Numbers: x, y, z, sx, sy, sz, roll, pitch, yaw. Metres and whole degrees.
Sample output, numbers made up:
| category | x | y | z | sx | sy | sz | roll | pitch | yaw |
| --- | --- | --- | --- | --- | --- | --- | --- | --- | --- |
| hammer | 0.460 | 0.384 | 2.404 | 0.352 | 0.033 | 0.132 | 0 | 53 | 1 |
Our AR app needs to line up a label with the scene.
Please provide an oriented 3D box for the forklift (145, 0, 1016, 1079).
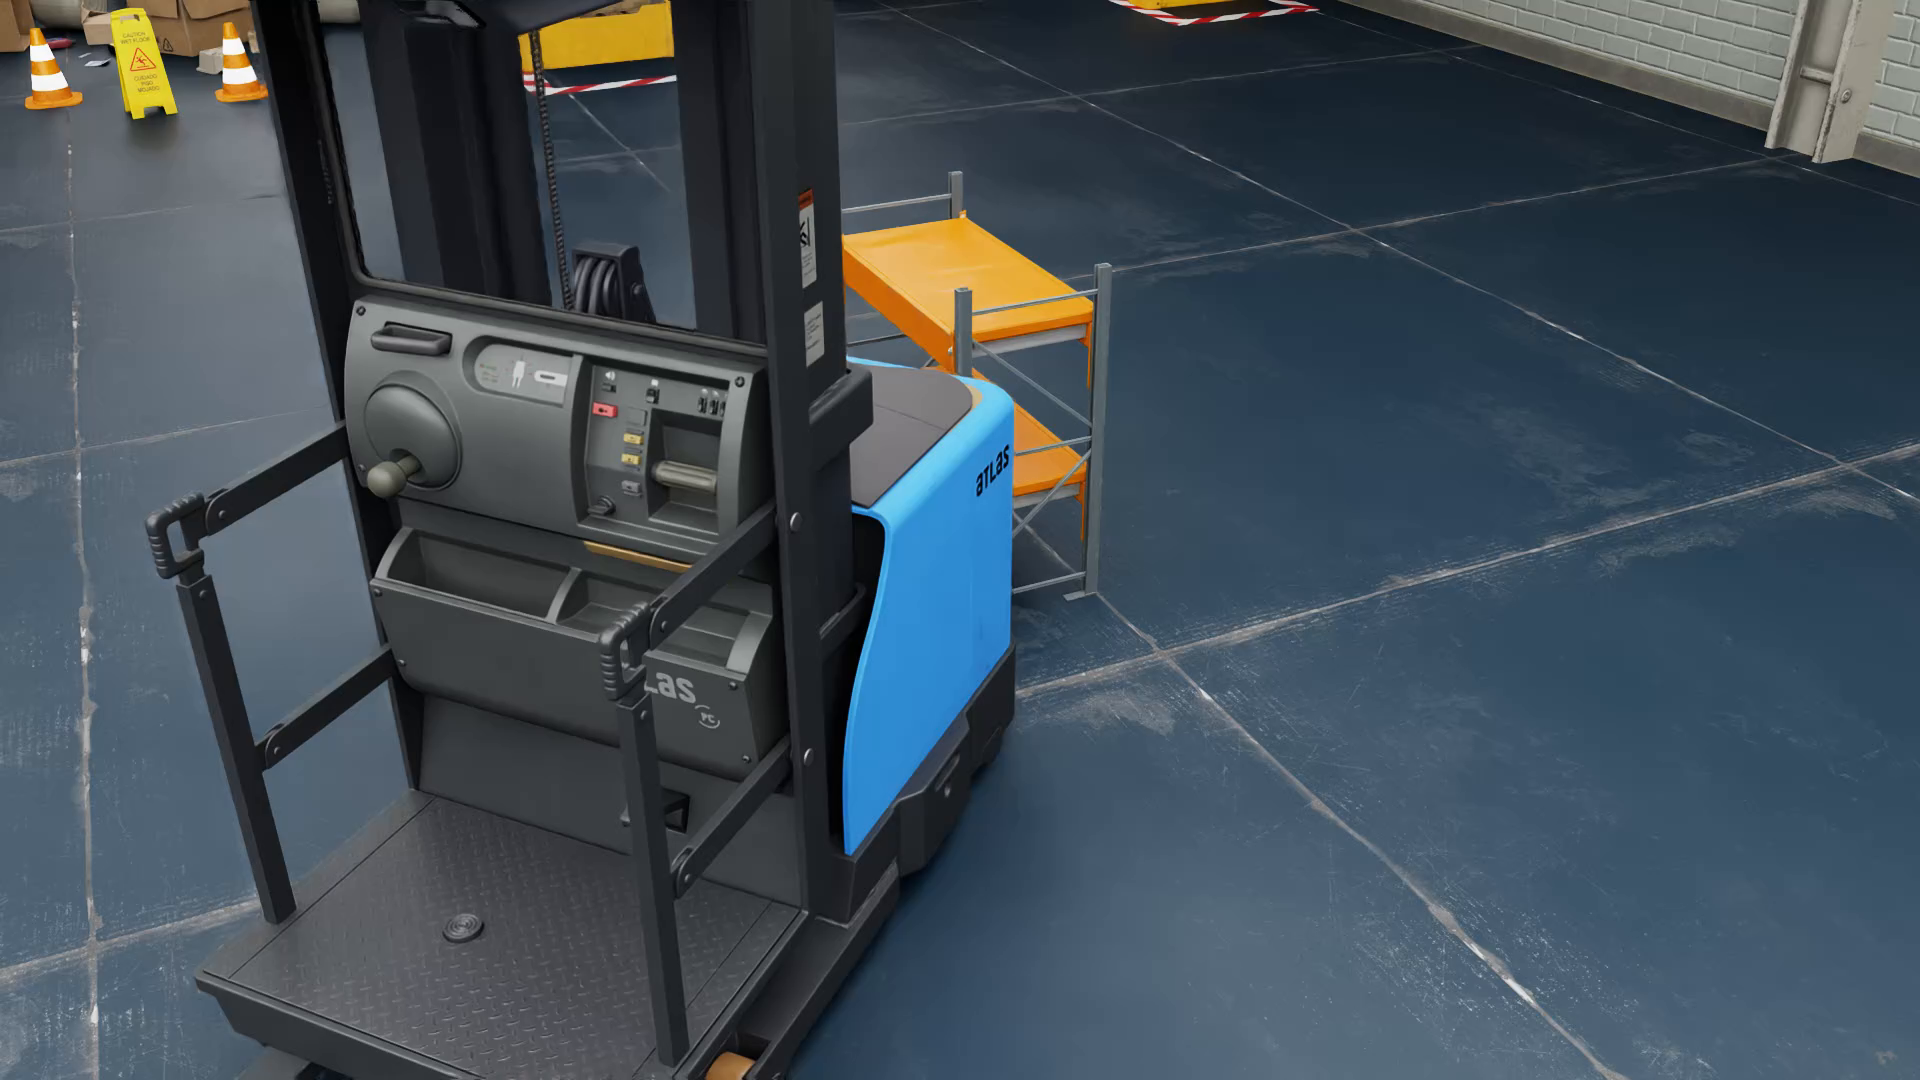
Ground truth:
| category | x | y | z | sx | sy | sz | roll | pitch | yaw |
| --- | --- | --- | --- | --- | --- | --- | --- | --- | --- |
| forklift | -0.901 | -0.179 | 3.072 | 1.130 | 2.935 | 3.031 | 12 | 31 | 21 |

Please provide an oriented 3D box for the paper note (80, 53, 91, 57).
| category | x | y | z | sx | sy | sz | roll | pitch | yaw |
| --- | --- | --- | --- | --- | --- | --- | --- | --- | --- |
| paper note | -6.292 | -3.486 | 11.957 | 0.032 | 0.001 | 0.123 | 2 | 29 | 4 |

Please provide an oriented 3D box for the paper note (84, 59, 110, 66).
| category | x | y | z | sx | sy | sz | roll | pitch | yaw |
| --- | --- | --- | --- | --- | --- | --- | --- | --- | --- |
| paper note | -6.086 | -3.372 | 11.734 | 0.144 | 0.017 | 0.142 | -3 | 29 | -5 |

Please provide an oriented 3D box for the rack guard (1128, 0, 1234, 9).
| category | x | y | z | sx | sy | sz | roll | pitch | yaw |
| --- | --- | --- | --- | --- | --- | --- | --- | --- | --- |
| rack guard | 1.954 | -4.664 | 13.556 | 1.175 | 0.500 | 0.348 | -13 | 32 | -22 |

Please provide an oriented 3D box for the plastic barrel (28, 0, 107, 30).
| category | x | y | z | sx | sy | sz | roll | pitch | yaw |
| --- | --- | --- | --- | --- | --- | --- | --- | --- | --- |
| plastic barrel | -6.809 | -4.101 | 12.631 | 0.512 | 0.421 | 0.421 | 7 | 30 | 13 |

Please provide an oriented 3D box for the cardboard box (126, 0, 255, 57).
| category | x | y | z | sx | sy | sz | roll | pitch | yaw |
| --- | --- | --- | --- | --- | --- | --- | --- | --- | --- |
| cardboard box | -5.578 | -3.876 | 12.148 | 0.637 | 0.503 | 0.797 | 13 | 32 | 21 |

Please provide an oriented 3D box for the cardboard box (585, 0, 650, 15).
| category | x | y | z | sx | sy | sz | roll | pitch | yaw |
| --- | --- | --- | --- | --- | --- | --- | --- | --- | --- |
| cardboard box | -2.634 | -4.119 | 12.411 | 0.500 | 0.250 | 0.500 | -13 | 32 | -22 |

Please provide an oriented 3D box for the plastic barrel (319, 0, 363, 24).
| category | x | y | z | sx | sy | sz | roll | pitch | yaw |
| --- | --- | --- | --- | --- | --- | --- | --- | --- | --- |
| plastic barrel | -4.791 | -4.192 | 12.792 | 0.512 | 0.421 | 0.421 | 7 | 30 | 13 |

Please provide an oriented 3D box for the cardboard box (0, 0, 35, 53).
| category | x | y | z | sx | sy | sz | roll | pitch | yaw |
| --- | --- | --- | --- | --- | --- | --- | --- | --- | --- |
| cardboard box | -7.089 | -3.844 | 12.092 | 0.500 | 0.500 | 0.500 | -8 | 30 | -13 |

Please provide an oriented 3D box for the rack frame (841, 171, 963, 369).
| category | x | y | z | sx | sy | sz | roll | pitch | yaw |
| --- | --- | --- | --- | --- | --- | --- | --- | --- | --- |
| rack frame | -0.221 | -0.718 | 5.881 | 0.500 | 1.125 | 0.032 | -13 | 32 | -22 |

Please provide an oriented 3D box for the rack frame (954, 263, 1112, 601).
| category | x | y | z | sx | sy | sz | roll | pitch | yaw |
| --- | --- | --- | --- | --- | --- | --- | --- | --- | --- |
| rack frame | 0.215 | -0.269 | 5.080 | 0.500 | 1.125 | 0.032 | -13 | 32 | -22 |

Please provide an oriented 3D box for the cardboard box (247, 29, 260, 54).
| category | x | y | z | sx | sy | sz | roll | pitch | yaw |
| --- | --- | --- | --- | --- | --- | --- | --- | --- | --- |
| cardboard box | -4.924 | -3.632 | 12.075 | 0.380 | 0.149 | 0.250 | 2 | 29 | 4 |

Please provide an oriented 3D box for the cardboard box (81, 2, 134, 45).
| category | x | y | z | sx | sy | sz | roll | pitch | yaw |
| --- | --- | --- | --- | --- | --- | --- | --- | --- | --- |
| cardboard box | -6.280 | -3.839 | 12.324 | 0.396 | 0.266 | 0.258 | -8 | 30 | -13 |

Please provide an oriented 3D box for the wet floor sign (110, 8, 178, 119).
| category | x | y | z | sx | sy | sz | roll | pitch | yaw |
| --- | --- | --- | --- | --- | --- | --- | --- | --- | --- |
| wet floor sign | -5.164 | -3.013 | 10.463 | 0.267 | 0.644 | 0.232 | -19 | 35 | -30 |

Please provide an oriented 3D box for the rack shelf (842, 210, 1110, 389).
| category | x | y | z | sx | sy | sz | roll | pitch | yaw |
| --- | --- | --- | --- | --- | --- | --- | --- | --- | --- |
| rack shelf | -0.003 | -0.749 | 5.337 | 0.538 | 0.278 | 1.000 | -13 | 32 | -22 |

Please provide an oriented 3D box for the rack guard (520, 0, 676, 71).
| category | x | y | z | sx | sy | sz | roll | pitch | yaw |
| --- | --- | --- | --- | --- | --- | --- | --- | --- | --- |
| rack guard | -2.570 | -3.664 | 11.773 | 1.175 | 0.500 | 0.348 | -13 | 32 | -22 |

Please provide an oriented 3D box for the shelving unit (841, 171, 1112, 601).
| category | x | y | z | sx | sy | sz | roll | pitch | yaw |
| --- | --- | --- | --- | --- | --- | --- | --- | --- | --- |
| shelving unit | -0.003 | -0.494 | 5.480 | 0.538 | 1.125 | 1.048 | -13 | 32 | -22 |

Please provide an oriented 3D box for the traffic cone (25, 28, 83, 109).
| category | x | y | z | sx | sy | sz | roll | pitch | yaw |
| --- | --- | --- | --- | --- | --- | --- | --- | --- | --- |
| traffic cone | -5.910 | -3.063 | 10.739 | 0.336 | 0.463 | 0.334 | -13 | 32 | -22 |

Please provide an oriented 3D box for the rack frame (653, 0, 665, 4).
| category | x | y | z | sx | sy | sz | roll | pitch | yaw |
| --- | --- | --- | --- | --- | --- | --- | --- | --- | --- |
| rack frame | -2.537 | -4.721 | 11.102 | 1.000 | 3.000 | 0.127 | -13 | 32 | -22 |

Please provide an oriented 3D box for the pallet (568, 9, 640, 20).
| category | x | y | z | sx | sy | sz | roll | pitch | yaw |
| --- | --- | --- | --- | --- | --- | --- | --- | --- | --- |
| pallet | -2.887 | -3.904 | 12.497 | 1.003 | 0.211 | 1.213 | -13 | 32 | -22 |

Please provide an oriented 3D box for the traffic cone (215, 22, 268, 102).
| category | x | y | z | sx | sy | sz | roll | pitch | yaw |
| --- | --- | --- | --- | --- | --- | --- | --- | --- | --- |
| traffic cone | -4.744 | -3.150 | 10.895 | 0.336 | 0.463 | 0.334 | -13 | 32 | -22 |

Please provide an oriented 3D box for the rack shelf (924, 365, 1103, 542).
| category | x | y | z | sx | sy | sz | roll | pitch | yaw |
| --- | --- | --- | --- | --- | --- | --- | --- | --- | --- |
| rack shelf | -0.003 | -0.280 | 5.600 | 0.538 | 0.278 | 1.000 | -13 | 32 | -22 |

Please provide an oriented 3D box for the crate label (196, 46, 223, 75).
| category | x | y | z | sx | sy | sz | roll | pitch | yaw |
| --- | --- | --- | --- | --- | --- | --- | --- | --- | --- |
| crate label | -5.137 | -3.342 | 11.571 | 0.298 | 0.136 | 0.250 | 19 | 34 | 30 |

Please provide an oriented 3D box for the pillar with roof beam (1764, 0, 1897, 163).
| category | x | y | z | sx | sy | sz | roll | pitch | yaw |
| --- | --- | --- | --- | --- | --- | --- | --- | --- | --- |
| pillar with roof beam | 1.147 | -5.324 | 6.044 | 9.100 | 9.000 | 0.400 | -13 | 32 | -22 |

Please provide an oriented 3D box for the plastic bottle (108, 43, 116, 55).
| category | x | y | z | sx | sy | sz | roll | pitch | yaw |
| --- | --- | --- | --- | --- | --- | --- | --- | --- | --- |
| plastic bottle | -6.071 | -3.556 | 12.030 | 0.283 | 0.061 | 0.133 | 26 | 38 | 38 |

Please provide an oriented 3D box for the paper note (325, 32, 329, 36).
| category | x | y | z | sx | sy | sz | roll | pitch | yaw |
| --- | --- | --- | --- | --- | --- | --- | --- | --- | --- |
| paper note | -4.784 | -3.815 | 12.543 | 0.032 | 0.001 | 0.123 | -13 | 32 | -22 |

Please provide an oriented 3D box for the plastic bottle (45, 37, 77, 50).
| category | x | y | z | sx | sy | sz | roll | pitch | yaw |
| --- | --- | --- | --- | --- | --- | --- | --- | --- | --- |
| plastic bottle | -6.624 | -3.626 | 12.153 | 0.133 | 0.061 | 0.283 | 26 | 38 | 38 |
